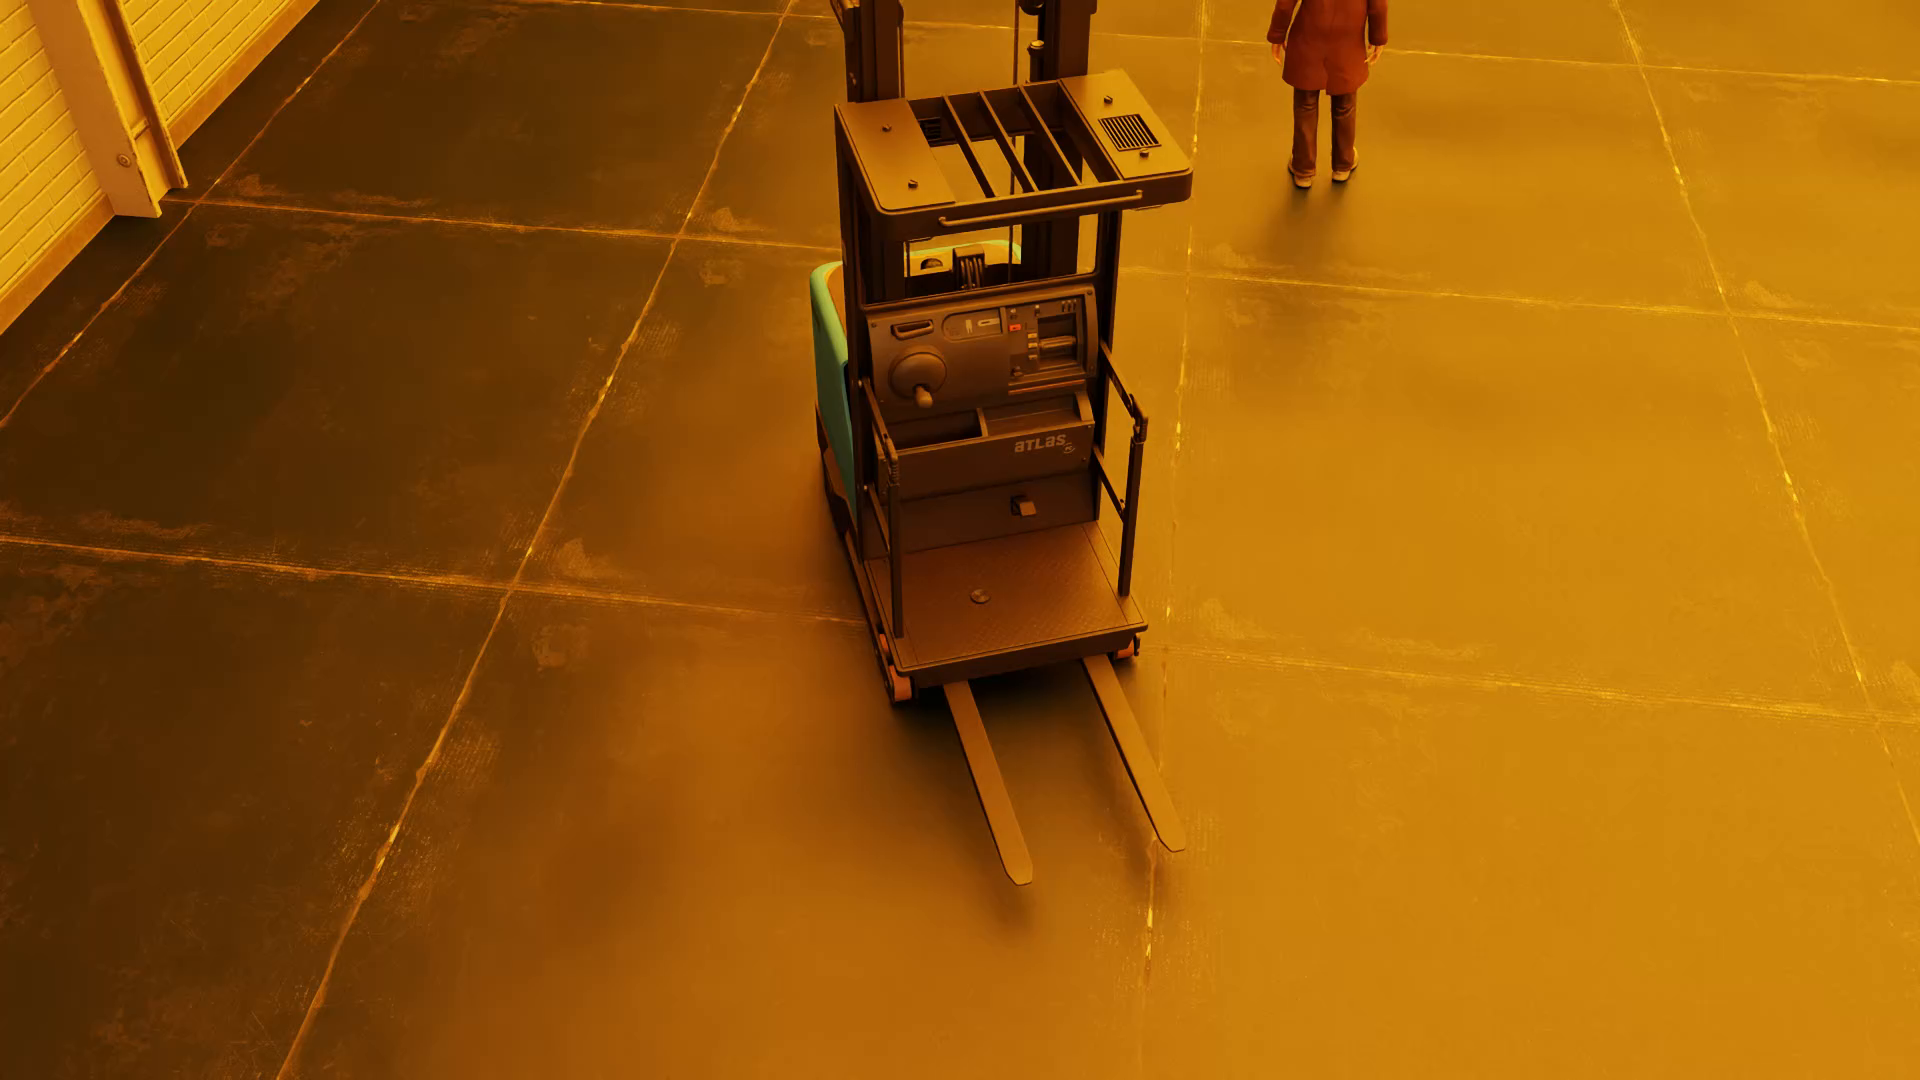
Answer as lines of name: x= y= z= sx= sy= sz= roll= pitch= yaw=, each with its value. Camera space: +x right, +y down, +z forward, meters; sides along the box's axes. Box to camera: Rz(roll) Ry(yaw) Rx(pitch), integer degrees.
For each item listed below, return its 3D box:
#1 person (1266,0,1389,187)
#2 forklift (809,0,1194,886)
person: x=2.151 y=-2.939 z=9.765 sx=0.697 sy=1.776 sz=0.582 roll=7 pitch=43 yaw=8
forklift: x=0.153 y=-0.681 z=6.465 sx=1.130 sy=2.935 sz=3.031 roll=-10 pitch=44 yaw=-11
